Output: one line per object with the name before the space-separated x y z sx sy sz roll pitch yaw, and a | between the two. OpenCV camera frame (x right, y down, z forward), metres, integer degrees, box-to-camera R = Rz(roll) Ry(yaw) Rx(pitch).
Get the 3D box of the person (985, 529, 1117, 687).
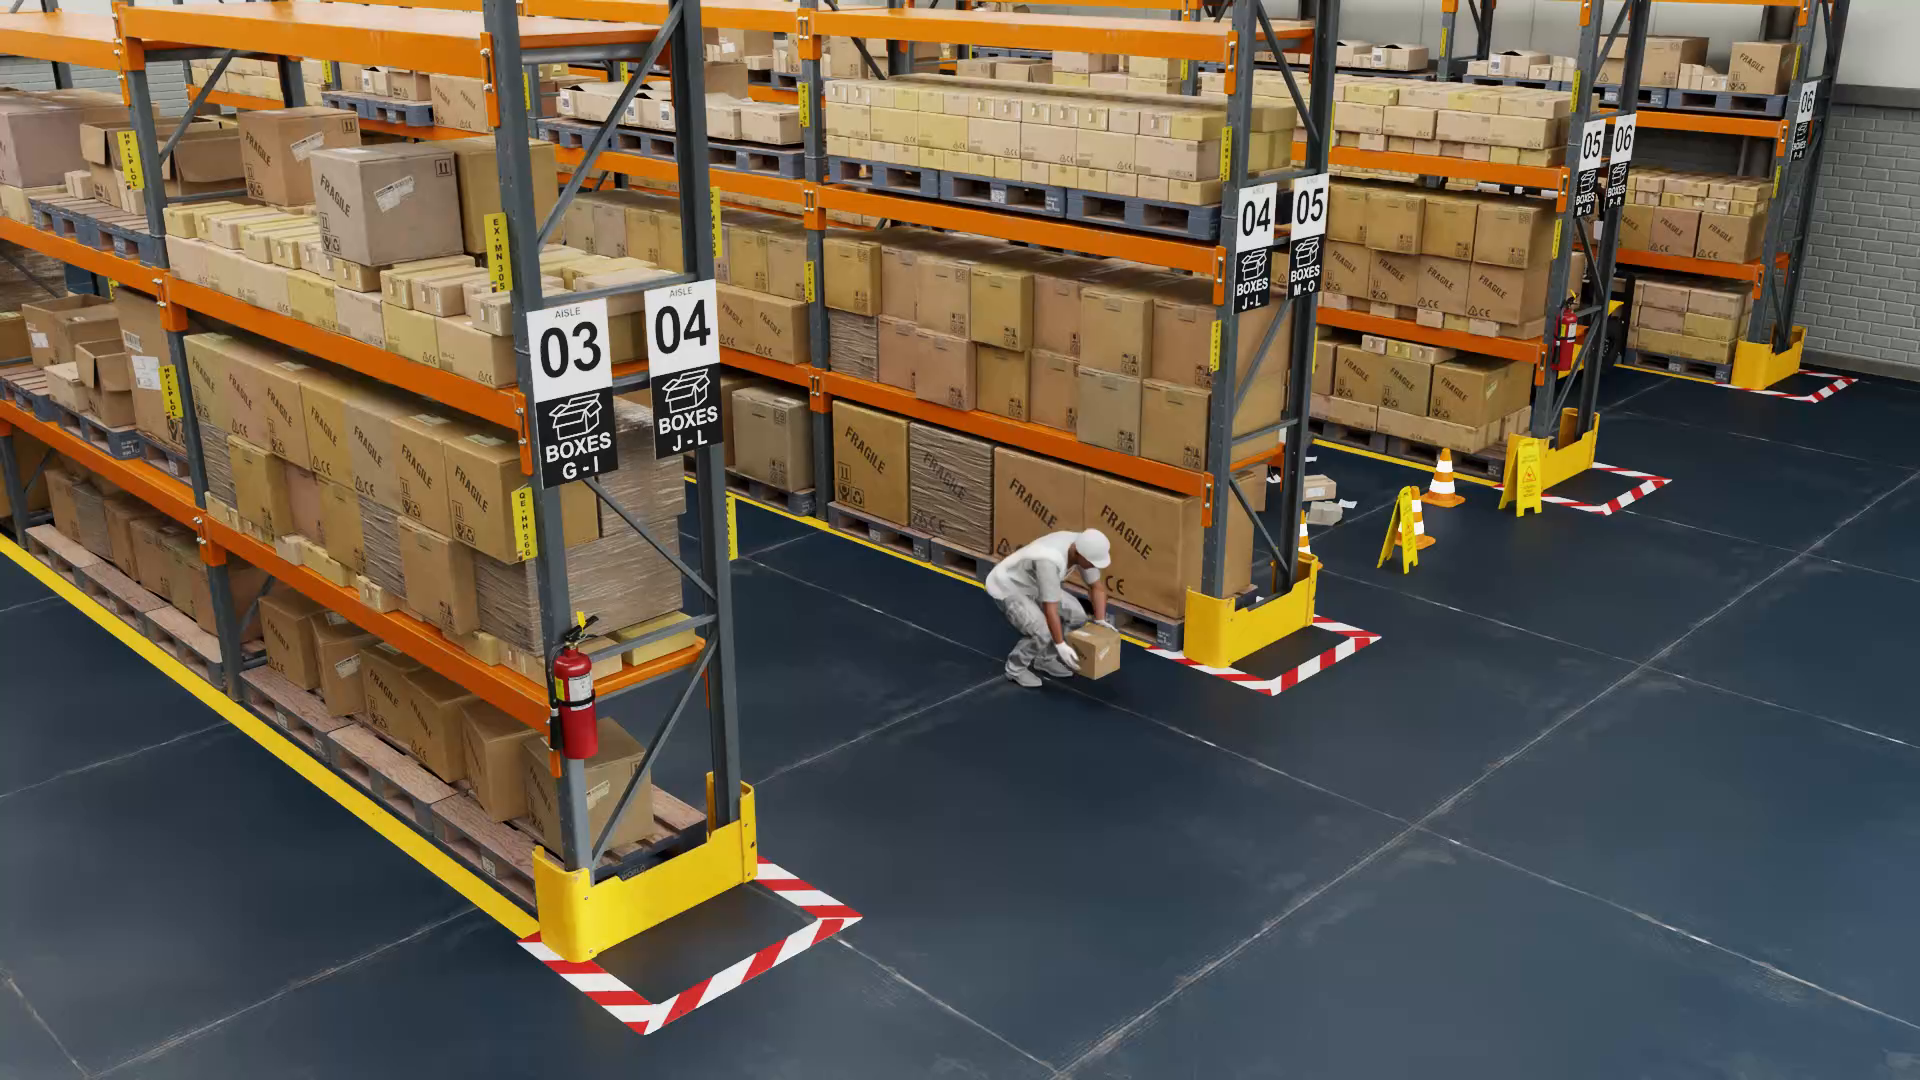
person | 0.603 0.390 10.938 0.861 1.133 0.589 19 27 41
